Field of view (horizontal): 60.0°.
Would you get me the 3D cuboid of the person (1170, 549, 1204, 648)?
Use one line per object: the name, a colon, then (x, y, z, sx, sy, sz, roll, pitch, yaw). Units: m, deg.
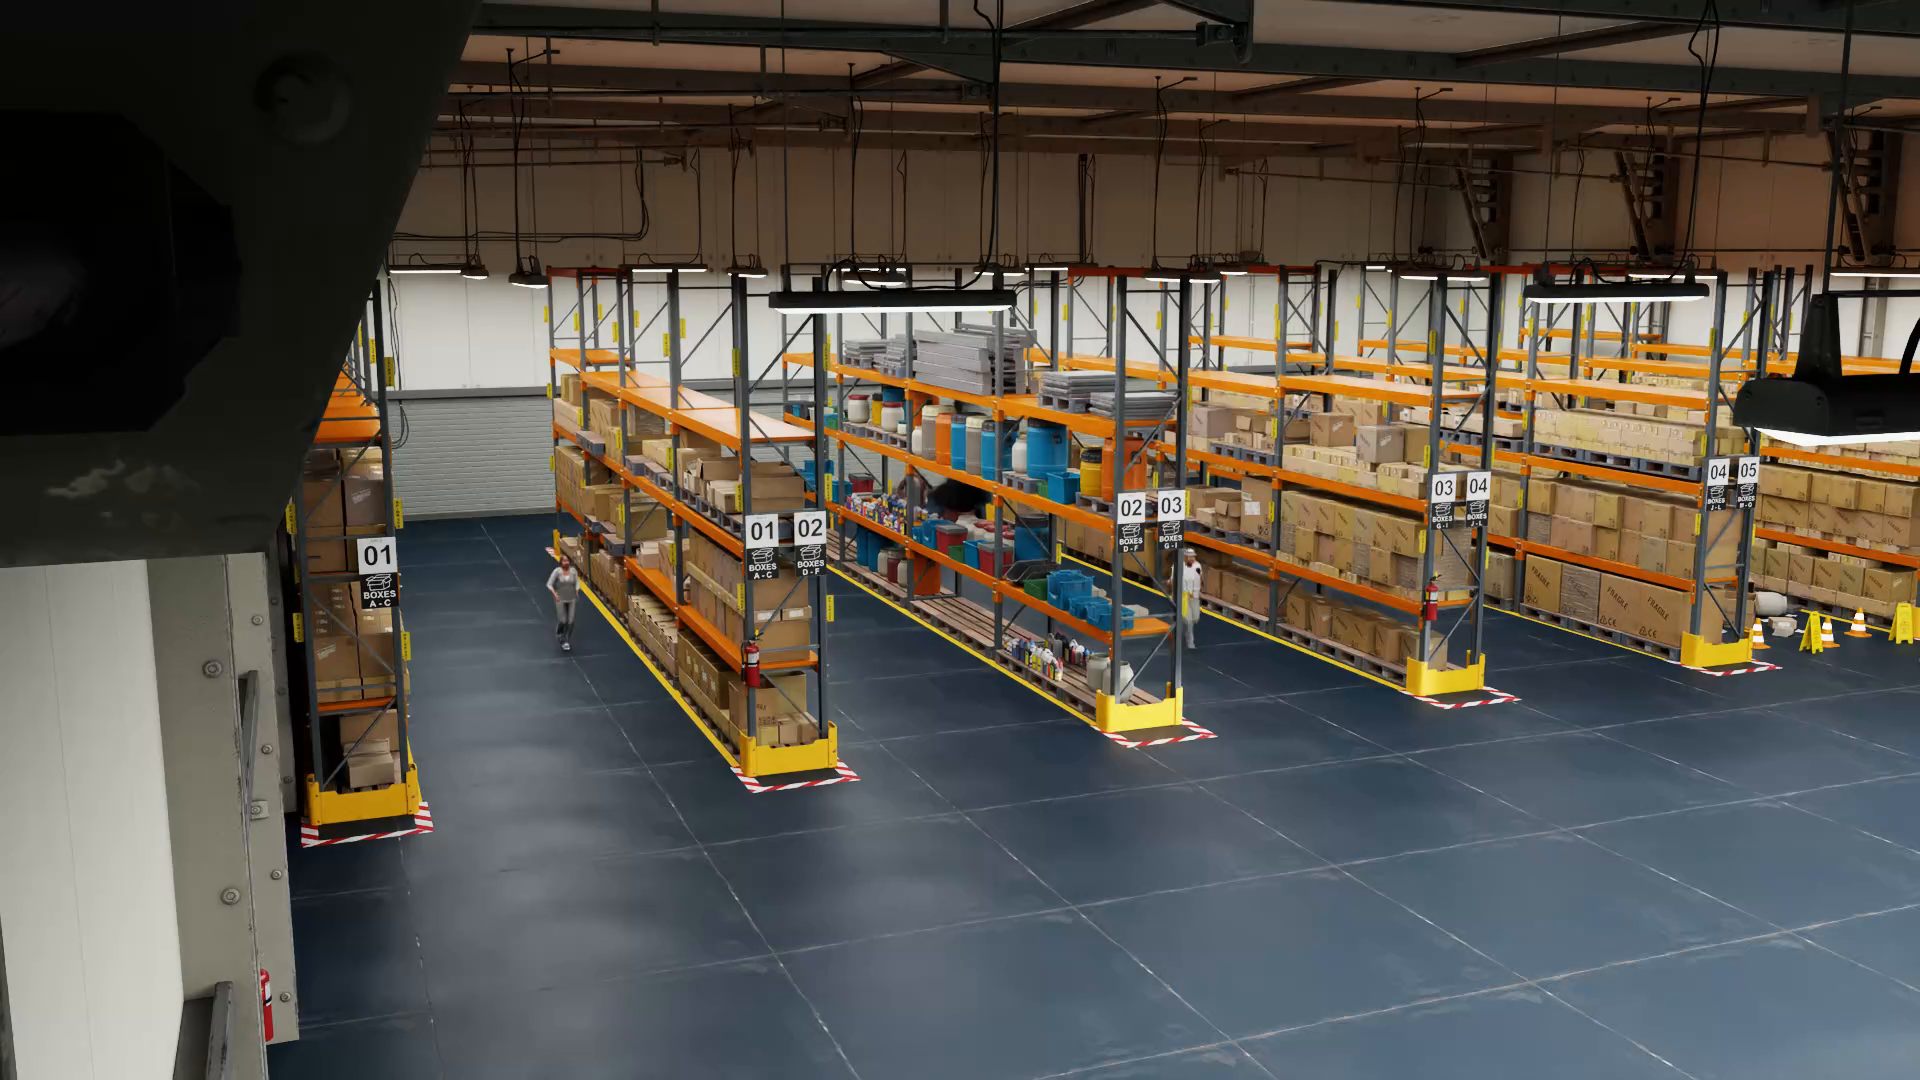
person: (3.647, 0.917, 26.865, 0.637, 1.631, 0.669, -5, 11, -25)

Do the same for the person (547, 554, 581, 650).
person: (-6.285, 0.992, 26.506, 0.517, 1.541, 0.528, -5, 11, -26)

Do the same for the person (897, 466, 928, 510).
person: (-1.003, -0.760, 35.971, 0.729, 1.763, 0.788, -6, 11, -29)
